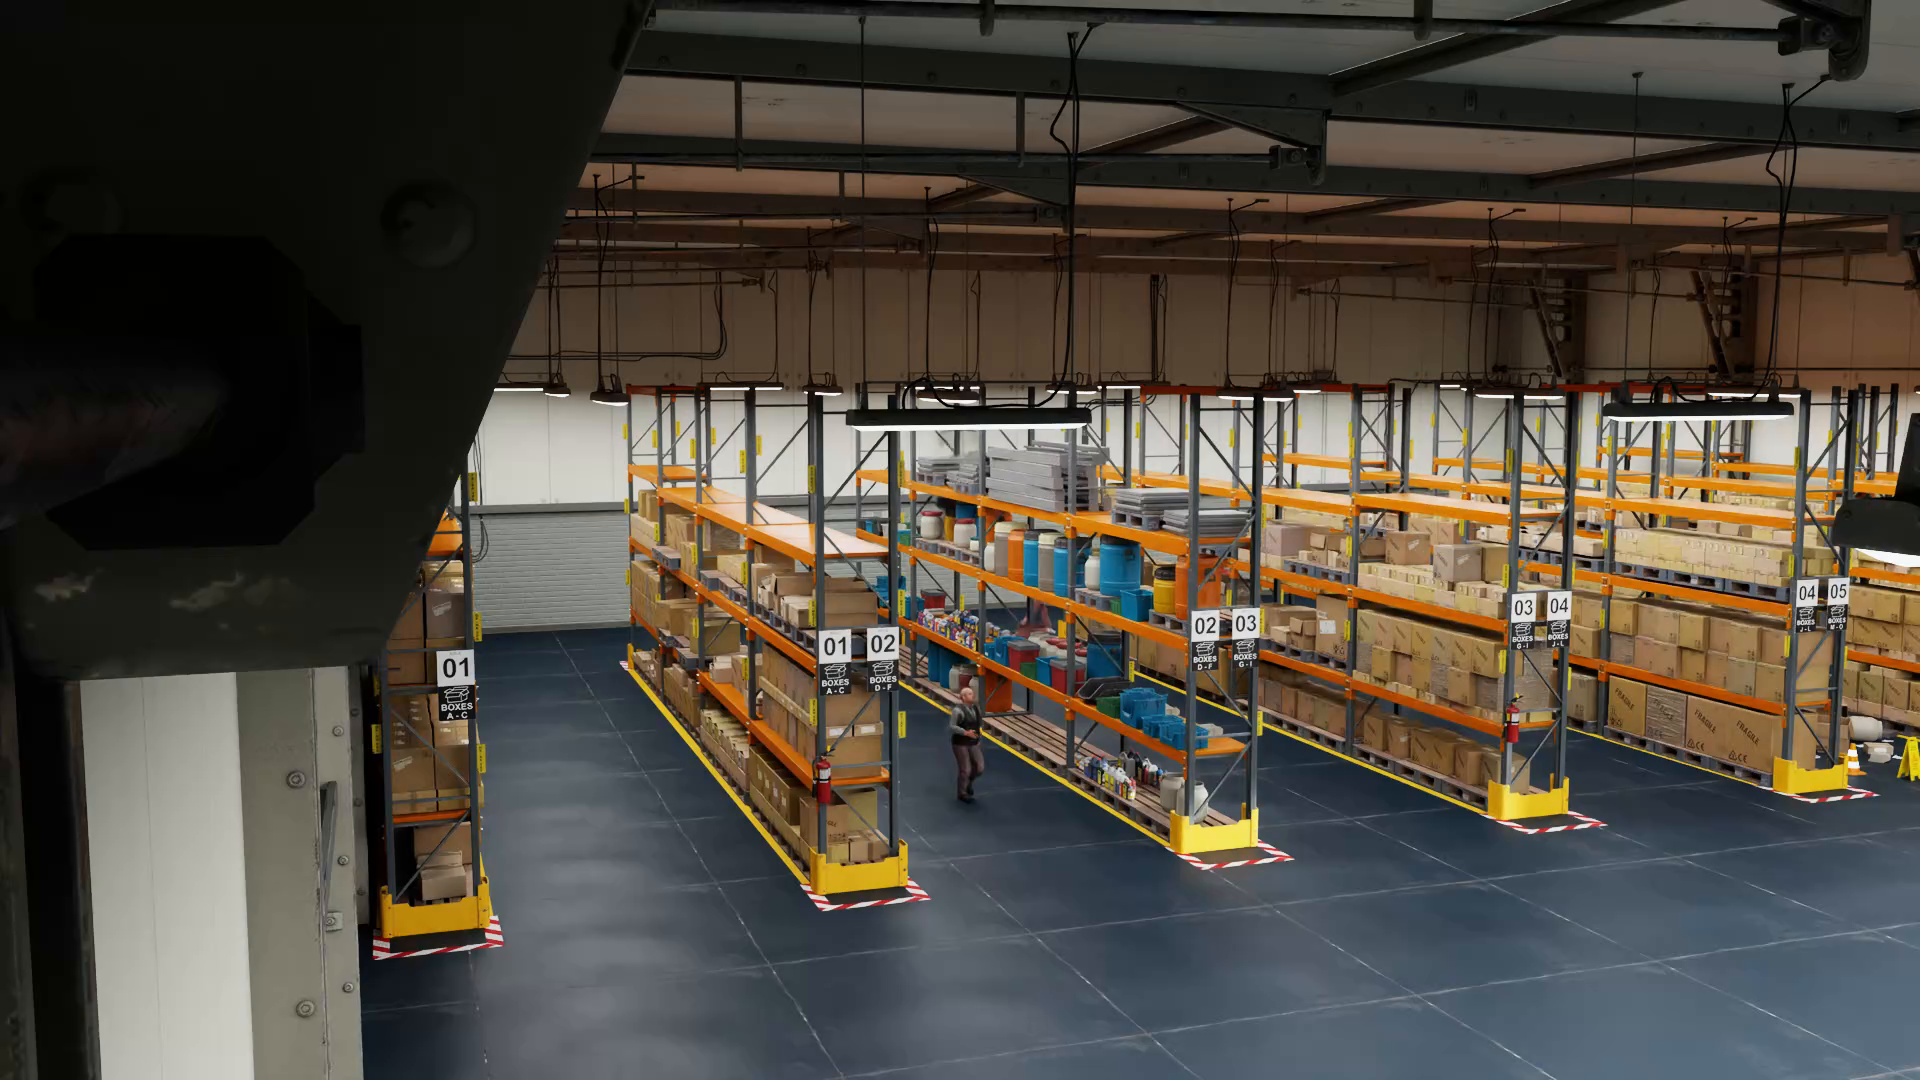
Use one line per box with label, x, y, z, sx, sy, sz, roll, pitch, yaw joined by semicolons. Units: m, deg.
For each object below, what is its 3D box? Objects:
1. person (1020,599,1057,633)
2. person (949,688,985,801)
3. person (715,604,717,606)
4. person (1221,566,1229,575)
person;1.845;1.399;39.515;0.934;1.680;0.582;0;6;-3
person;0.135;2.989;24.222;0.646;1.686;0.583;-6;8;-44
person;-5.656;1.645;36.860;0.841;1.763;0.660;5;8;39
person;6.251;1.327;40.518;0.778;1.765;0.715;-3;7;-29
